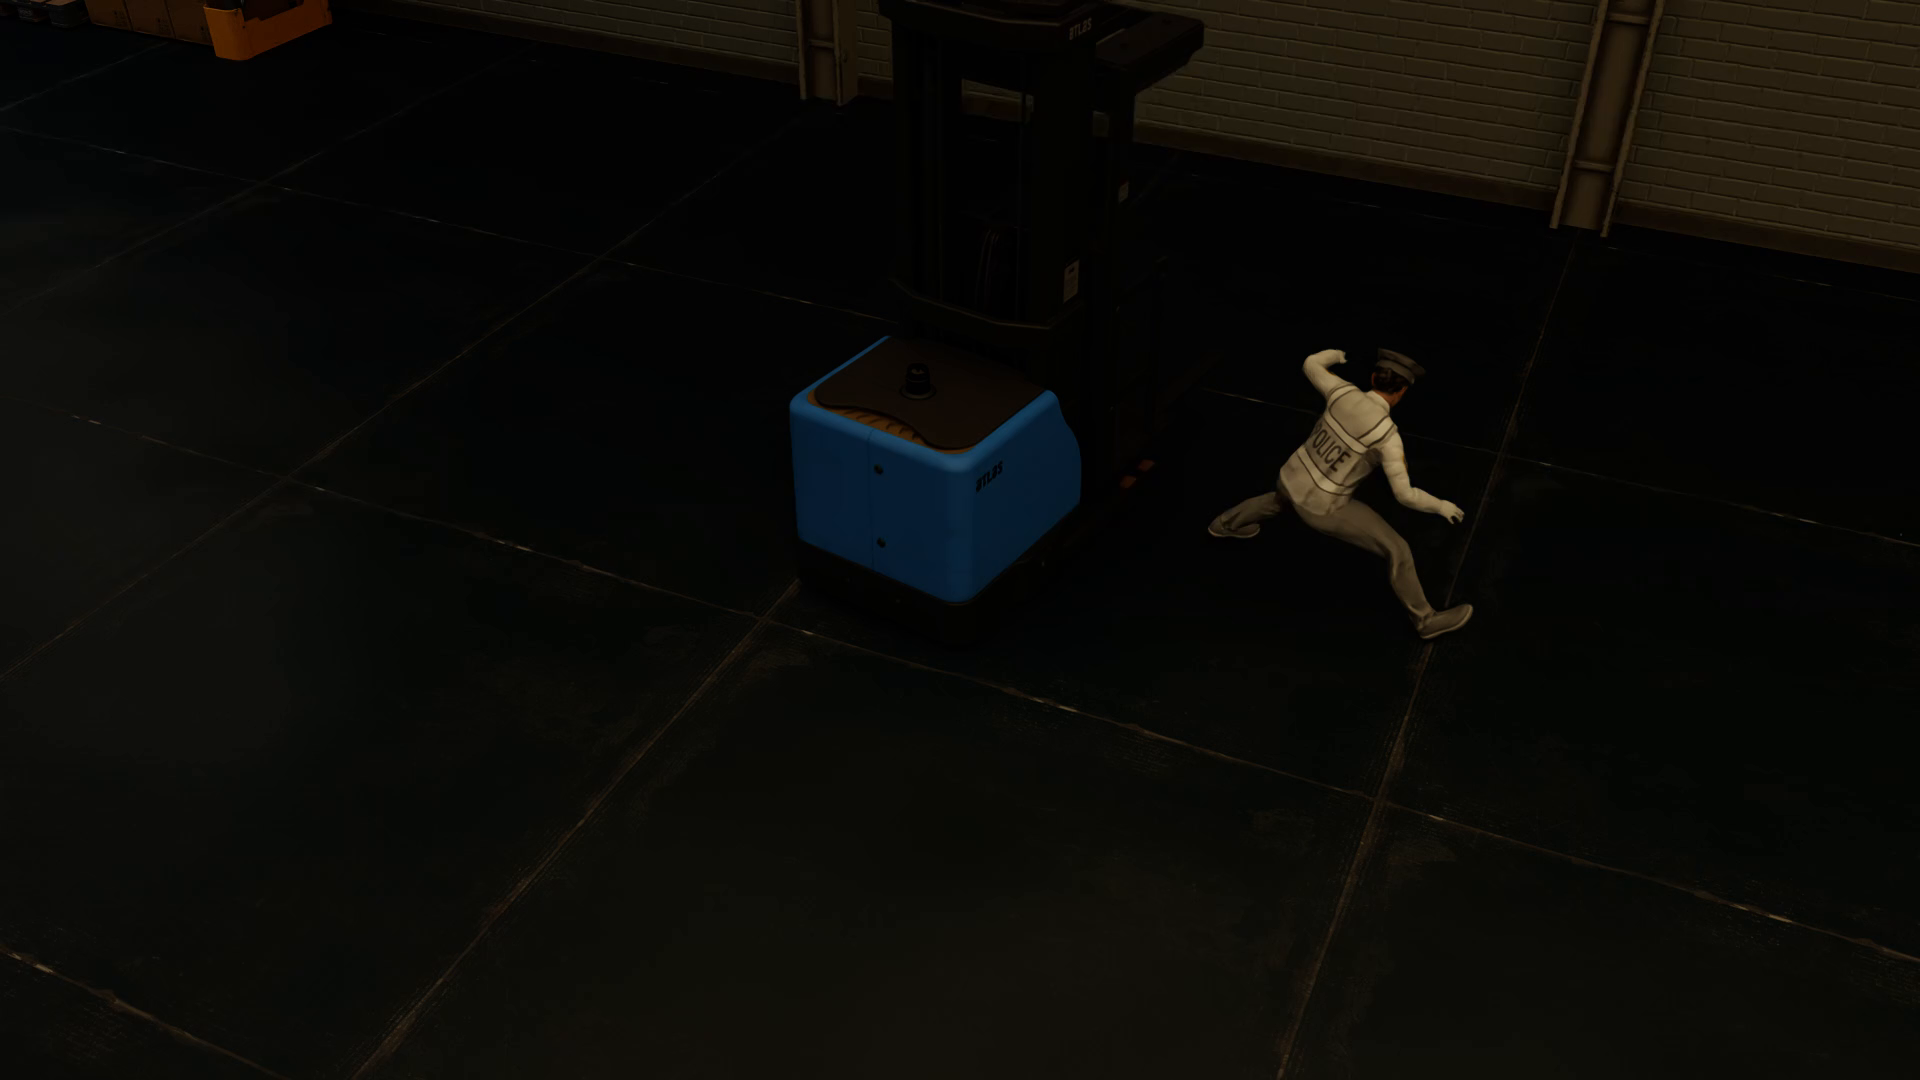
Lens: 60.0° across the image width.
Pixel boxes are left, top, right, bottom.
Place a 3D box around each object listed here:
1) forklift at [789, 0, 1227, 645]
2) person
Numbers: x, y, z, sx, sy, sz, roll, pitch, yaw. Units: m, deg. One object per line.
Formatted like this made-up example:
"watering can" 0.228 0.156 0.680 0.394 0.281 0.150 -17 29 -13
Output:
"forklift" 0.439 -1.514 8.209 1.130 2.935 3.031 22 41 27
"person" 1.854 -0.321 7.883 0.797 1.364 1.250 -11 37 -15
